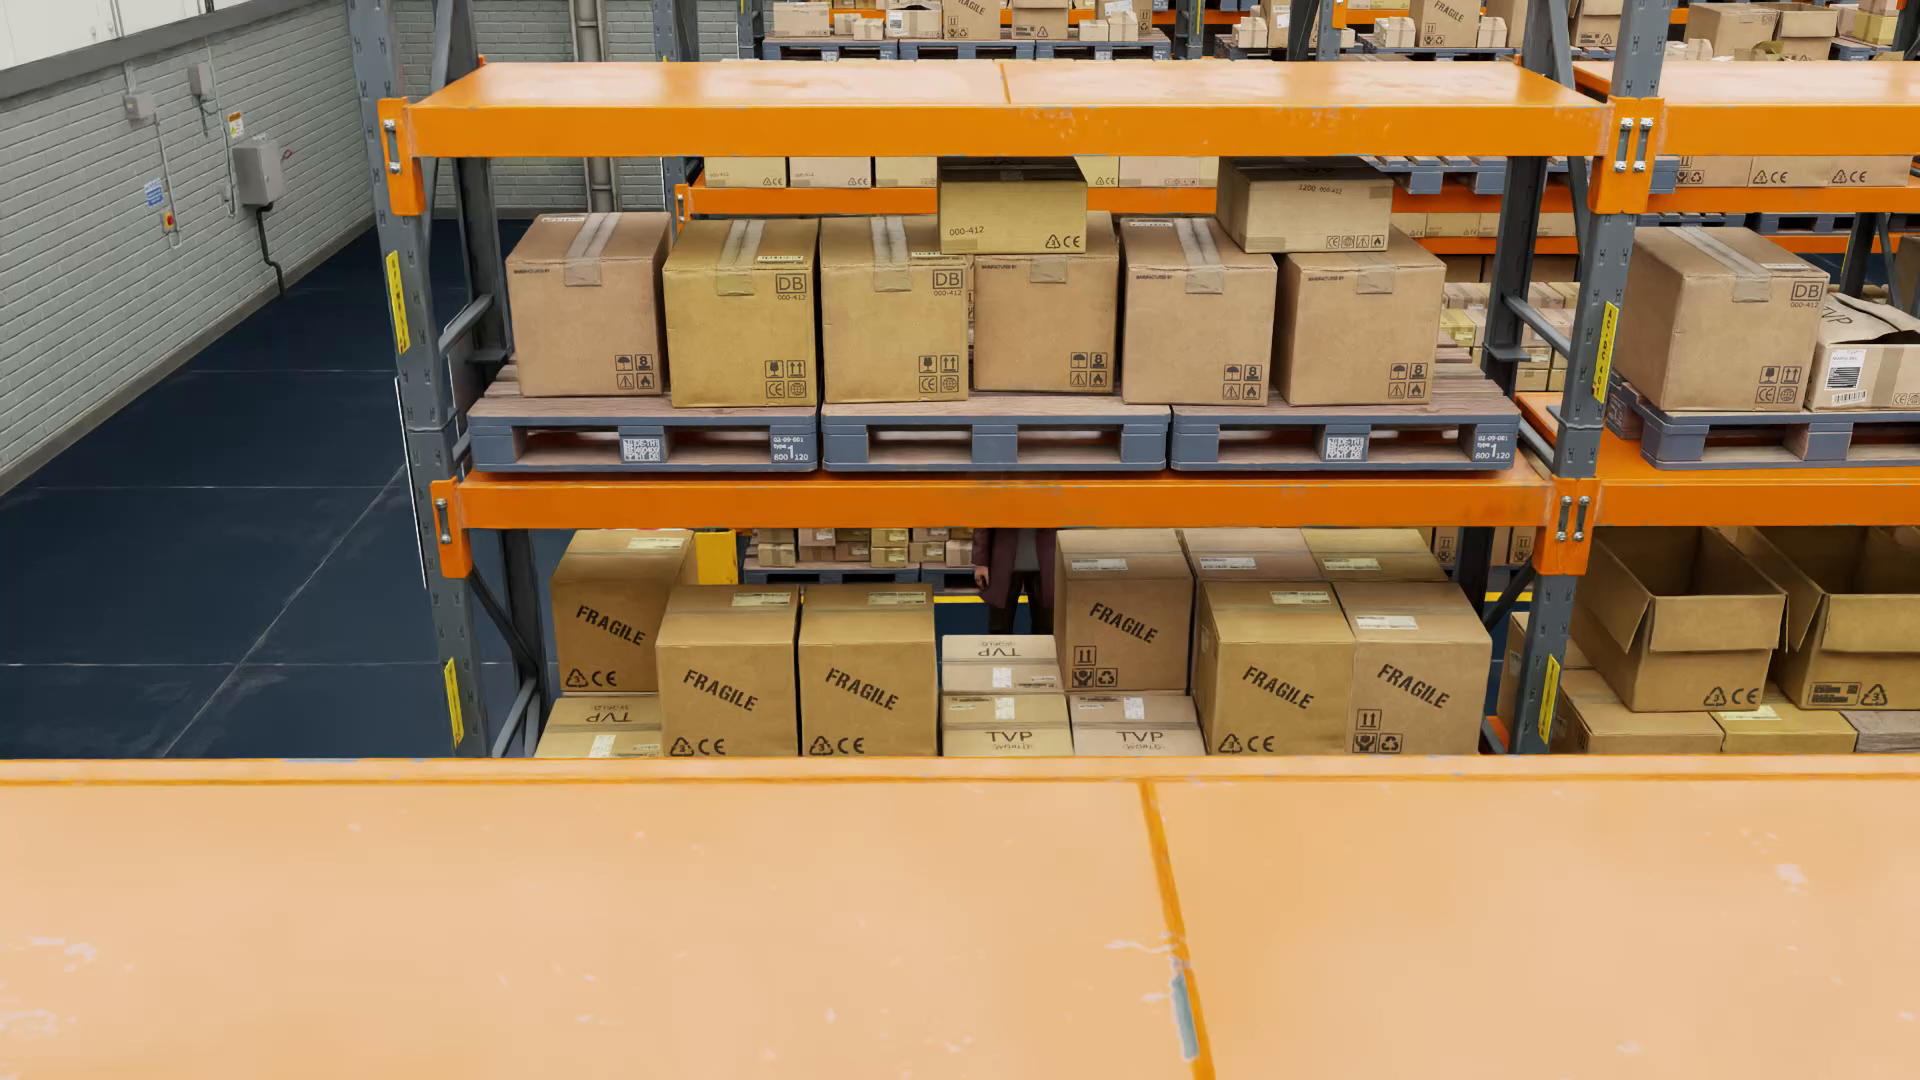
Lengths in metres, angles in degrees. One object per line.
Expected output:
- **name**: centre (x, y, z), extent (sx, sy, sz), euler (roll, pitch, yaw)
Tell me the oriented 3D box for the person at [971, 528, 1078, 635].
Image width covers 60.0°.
- **person**: centre (0.382, 0.152, 9.775), extent (0.640, 1.773, 0.426), euler (-1, 24, -1)
